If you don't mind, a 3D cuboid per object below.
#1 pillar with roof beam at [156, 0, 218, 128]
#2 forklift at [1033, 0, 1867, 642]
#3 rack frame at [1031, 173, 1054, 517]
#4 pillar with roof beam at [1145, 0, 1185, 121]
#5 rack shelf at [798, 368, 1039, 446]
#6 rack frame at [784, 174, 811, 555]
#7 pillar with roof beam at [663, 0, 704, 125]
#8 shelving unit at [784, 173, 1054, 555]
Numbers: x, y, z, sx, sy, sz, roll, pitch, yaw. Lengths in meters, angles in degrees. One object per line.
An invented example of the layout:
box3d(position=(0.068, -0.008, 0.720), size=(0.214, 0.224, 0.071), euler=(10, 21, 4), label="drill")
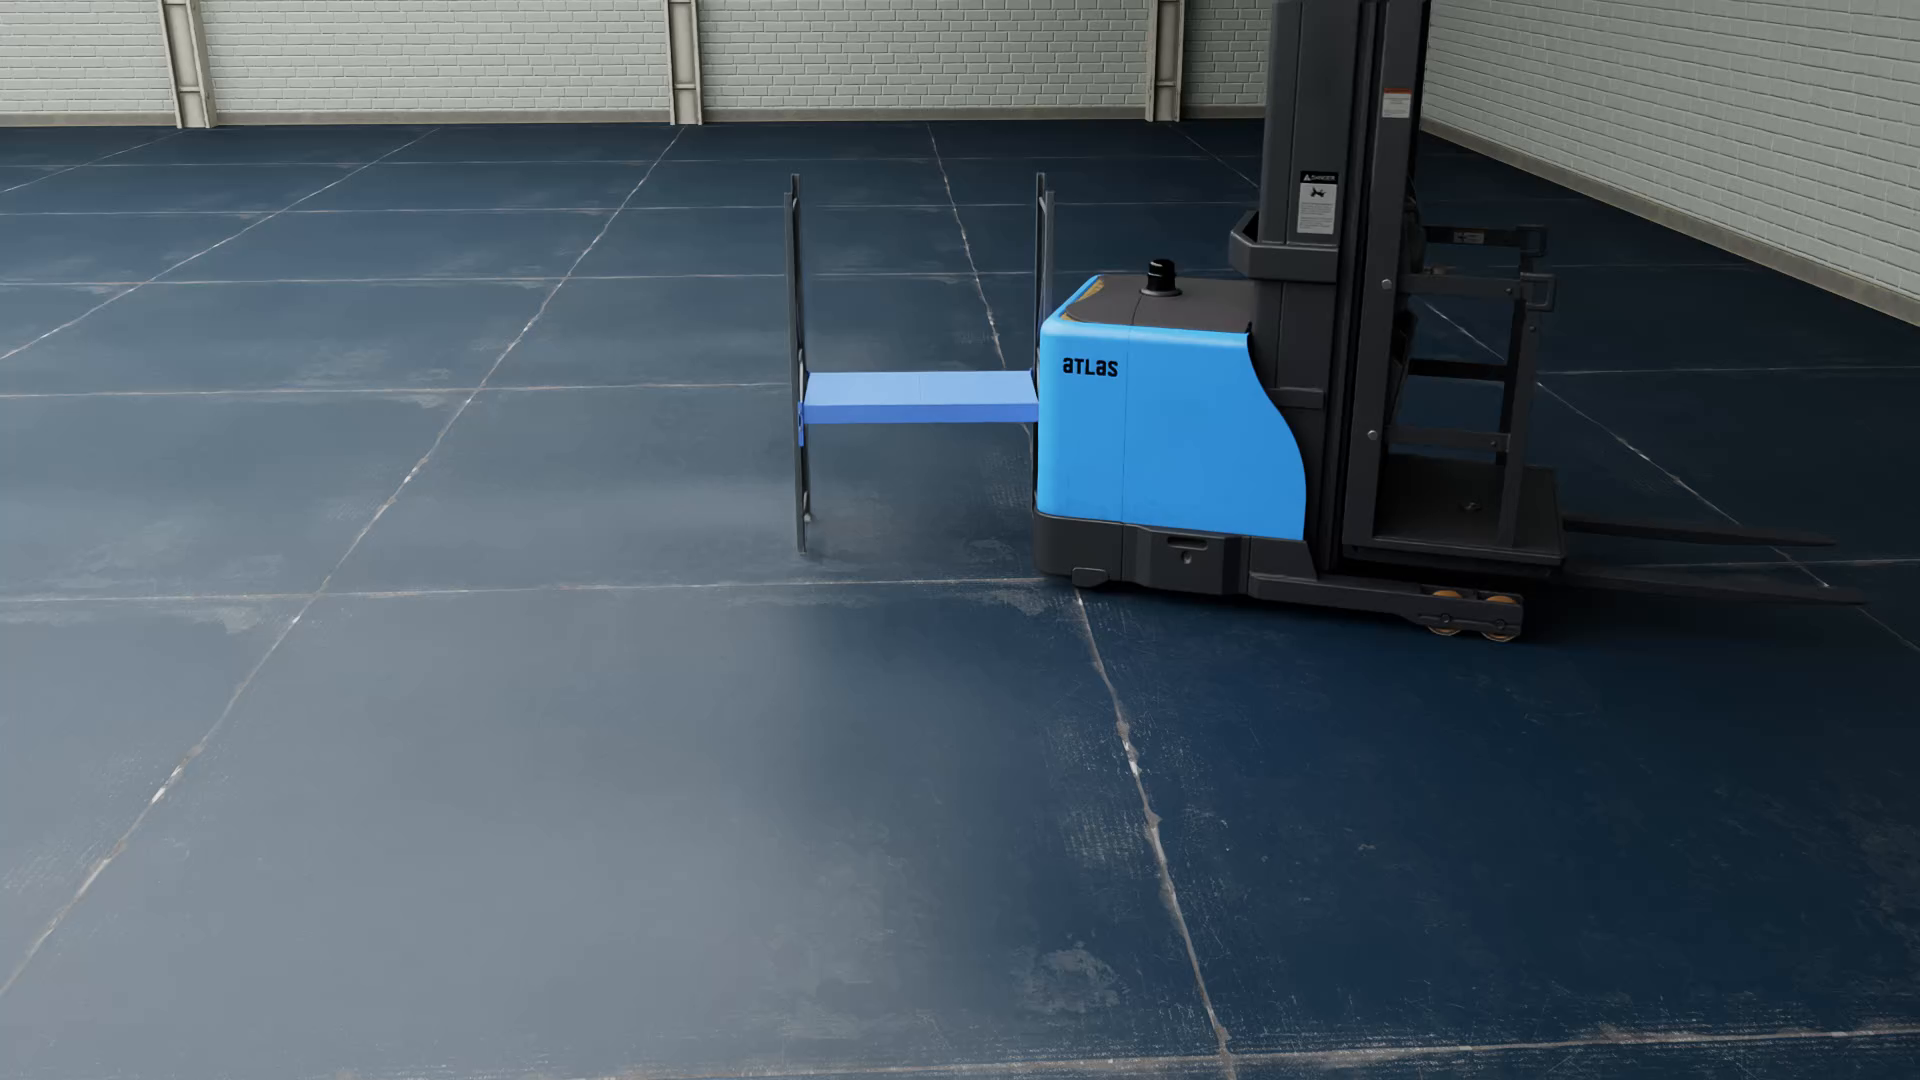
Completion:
box3d(position=(-9.159, -7.781, 14.911), size=(0.400, 9.000, 9.100), euler=(-1, 21, -3), label="pillar with roof beam")
box3d(position=(1.867, -1.205, 6.168), size=(3.031, 2.935, 1.130), euler=(6, 22, 15), label="forklift")
box3d(position=(0.344, -0.740, 6.956), size=(0.032, 1.500, 0.500), euler=(-1, 21, -2), label="rack frame")
box3d(position=(2.821, -8.025, 15.552), size=(0.400, 9.000, 9.100), euler=(-1, 21, -3), label="pillar with roof beam")
box3d(position=(-0.165, -0.566, 7.004), size=(1.000, 0.185, 0.538), euler=(-1, 21, -2), label="rack shelf")
box3d(position=(-0.673, -0.728, 6.925), size=(0.032, 1.500, 0.500), euler=(-1, 21, -2), label="rack frame")
box3d(position=(-3.169, -7.903, 15.231), size=(0.400, 9.000, 9.100), euler=(-1, 21, -3), label="pillar with roof beam")
box3d(position=(-0.165, -0.734, 6.940), size=(1.048, 1.500, 0.538), euler=(-1, 21, -2), label="shelving unit")
